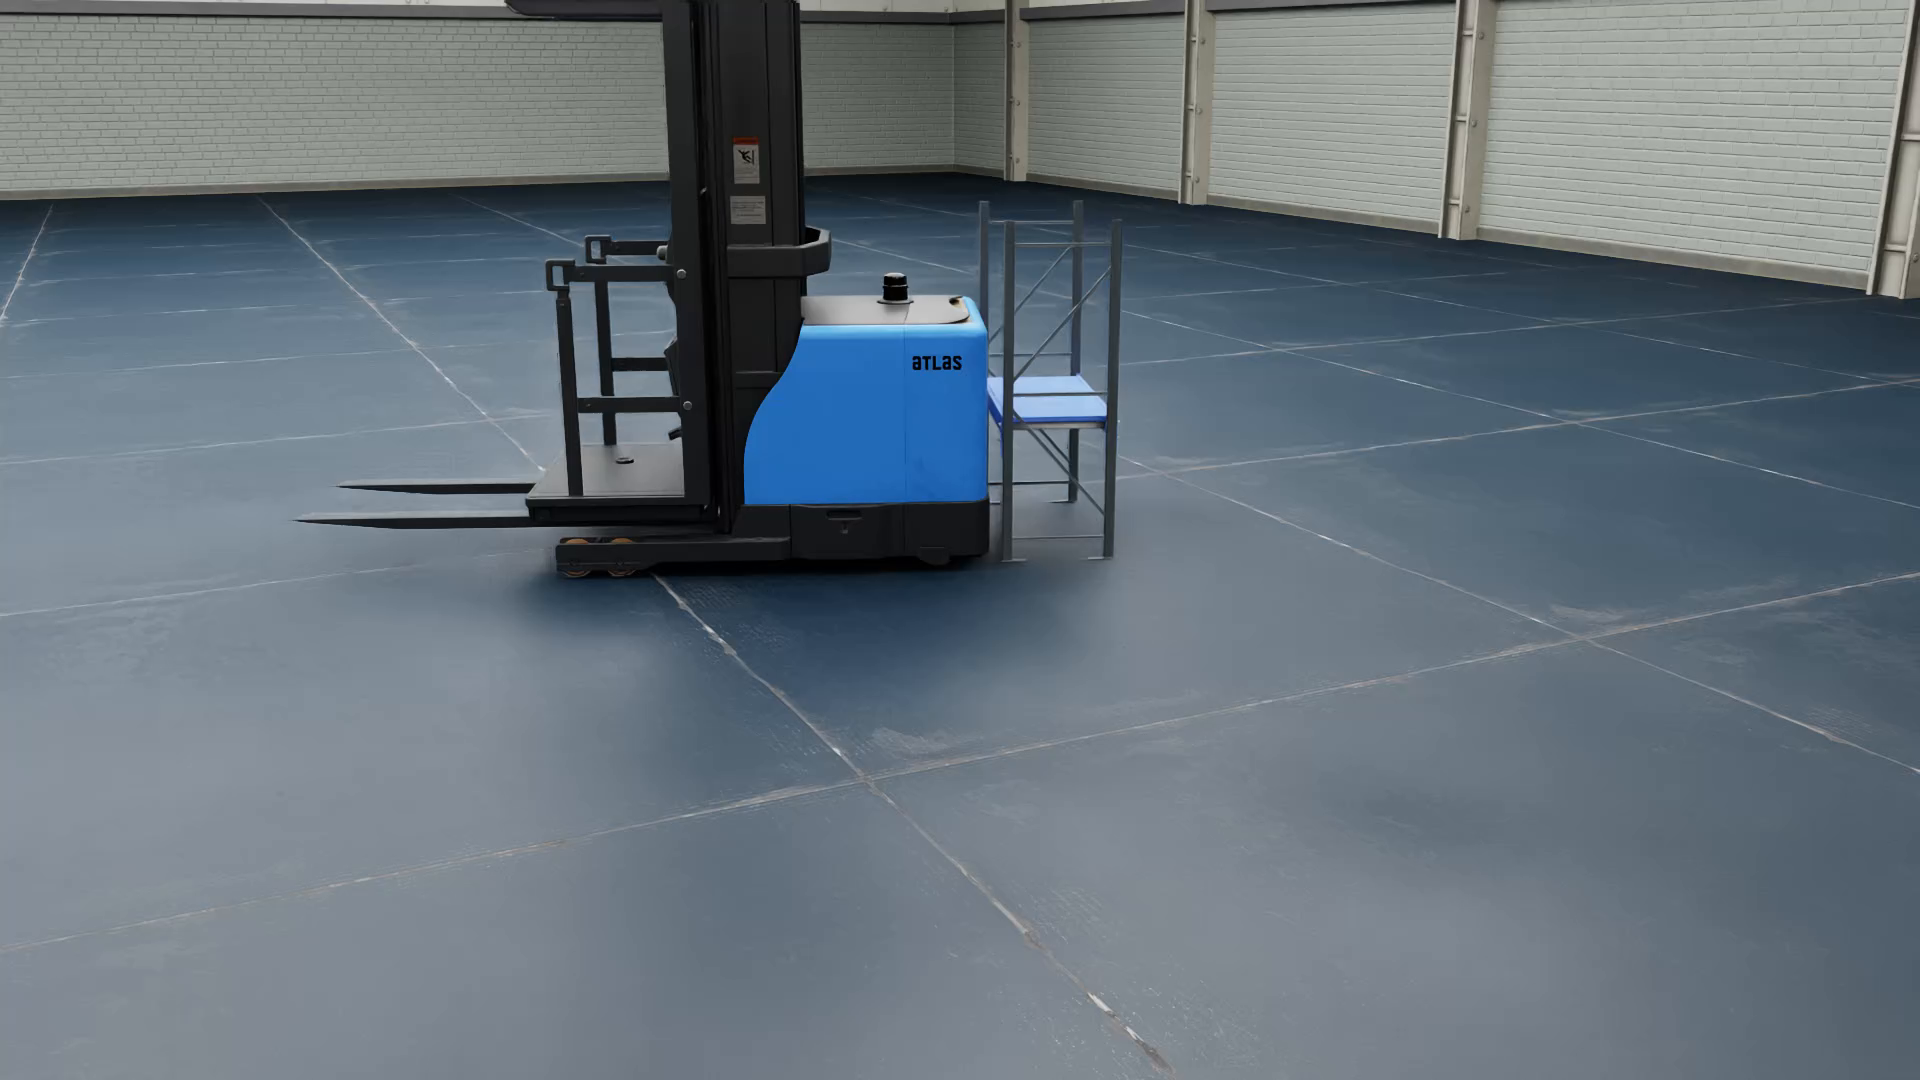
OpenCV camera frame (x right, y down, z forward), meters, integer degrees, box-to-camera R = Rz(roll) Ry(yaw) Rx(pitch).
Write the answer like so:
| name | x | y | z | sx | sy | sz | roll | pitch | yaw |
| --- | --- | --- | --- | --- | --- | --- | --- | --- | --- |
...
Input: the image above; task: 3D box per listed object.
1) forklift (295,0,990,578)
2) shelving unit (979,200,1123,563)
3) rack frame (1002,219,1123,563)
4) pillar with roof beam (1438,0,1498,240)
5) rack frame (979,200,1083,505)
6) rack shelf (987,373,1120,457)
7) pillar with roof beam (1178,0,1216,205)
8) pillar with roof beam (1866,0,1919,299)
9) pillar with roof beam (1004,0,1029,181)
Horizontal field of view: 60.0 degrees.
| name | x | y | z | sx | sy | sz | roll | pitch | yaw |
| --- | --- | --- | --- | --- | --- | --- | --- | --- | --- |
| forklift | -1.405 | -1.396 | 7.301 | 3.031 | 2.935 | 1.130 | -1 | 16 | -3 |
| shelving unit | 0.390 | -0.769 | 7.711 | 0.538 | 1.500 | 1.048 | -1 | 16 | -5 |
| rack frame | 0.436 | -0.629 | 7.224 | 0.500 | 1.500 | 0.032 | -1 | 16 | -5 |
| pillar with roof beam | 2.439 | -7.629 | 18.022 | 9.100 | 9.000 | 0.400 | -8 | 18 | -25 |
| rack frame | 0.344 | -0.908 | 8.197 | 0.500 | 1.500 | 0.032 | -1 | 16 | -5 |
| rack shelf | 0.390 | -0.596 | 7.760 | 0.538 | 0.185 | 1.000 | -1 | 16 | -5 |
| pillar with roof beam | -0.190 | -9.117 | 23.206 | 9.100 | 9.000 | 0.400 | -8 | 18 | -25 |
| pillar with roof beam | 5.067 | -6.141 | 12.837 | 9.100 | 9.000 | 0.400 | -8 | 18 | -25 |
| pillar with roof beam | -2.818 | -10.605 | 28.390 | 9.100 | 9.000 | 0.400 | -8 | 18 | -25 |
